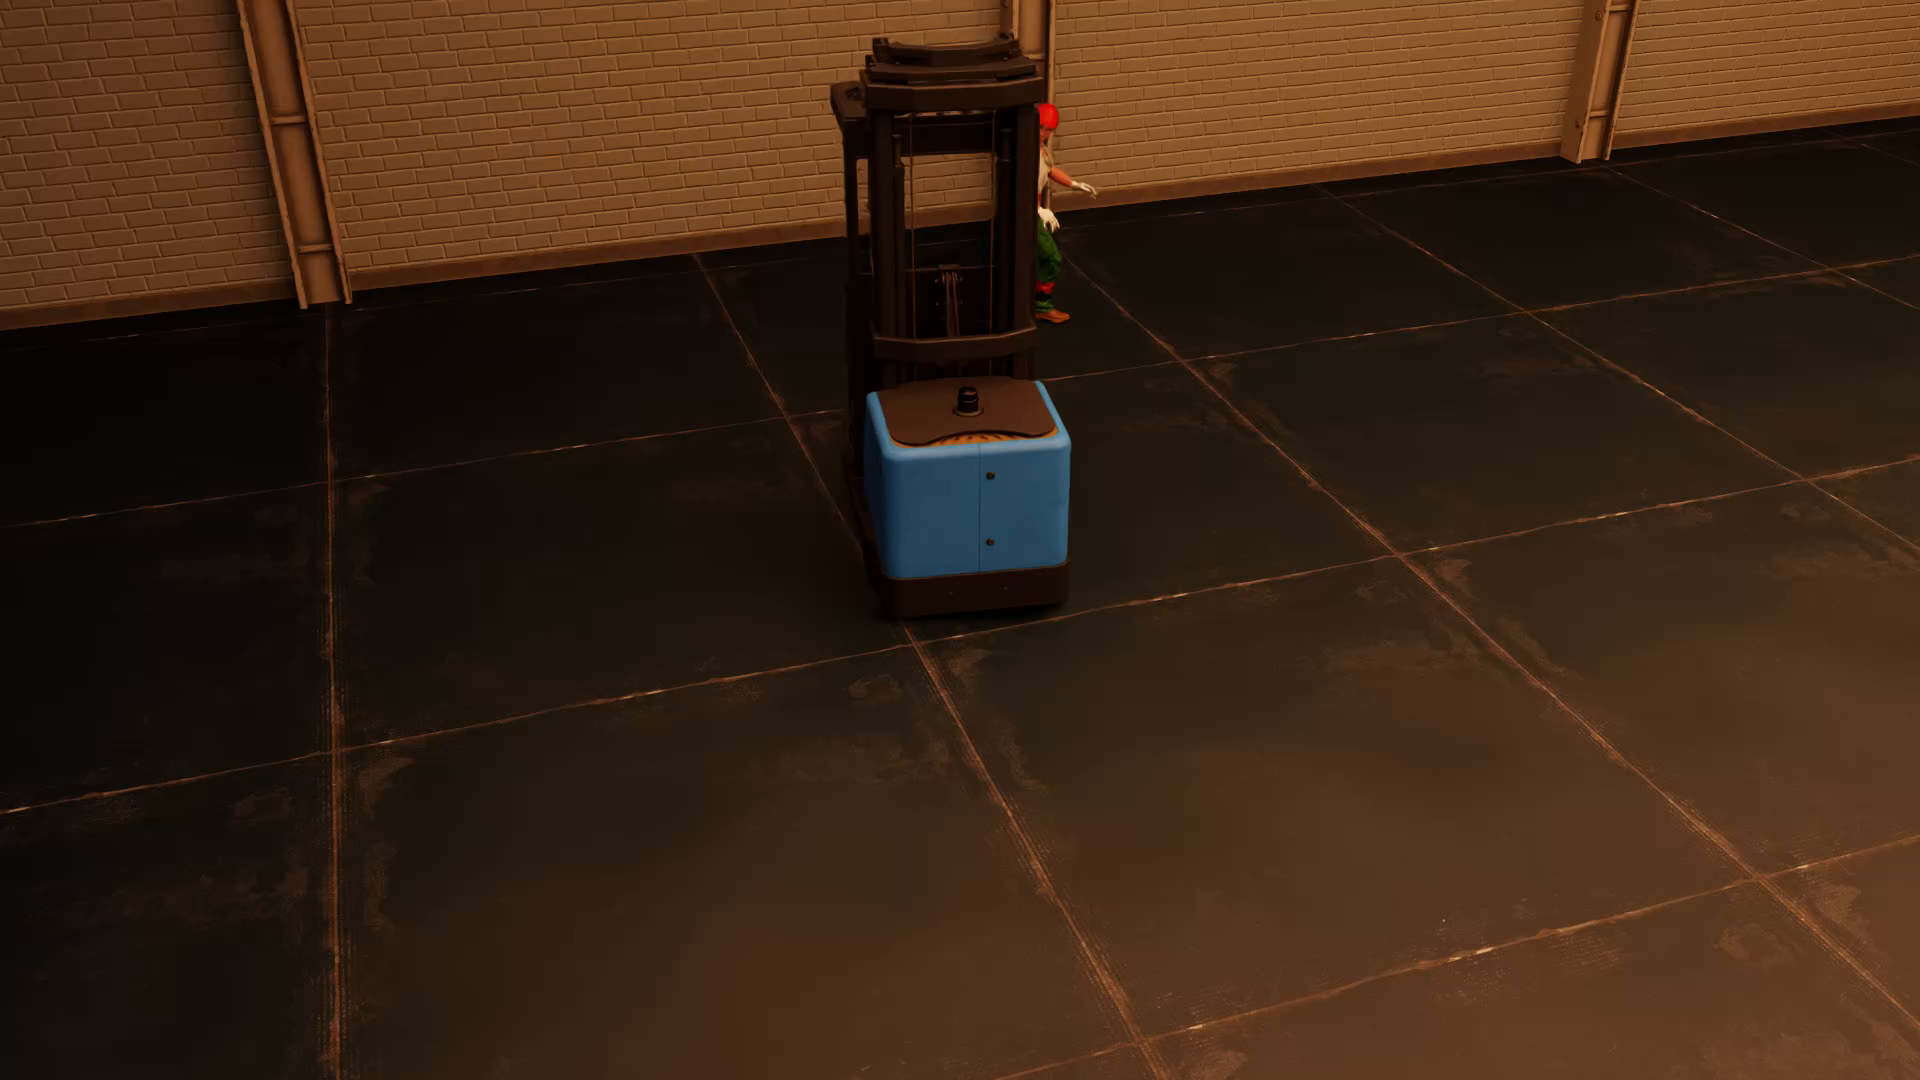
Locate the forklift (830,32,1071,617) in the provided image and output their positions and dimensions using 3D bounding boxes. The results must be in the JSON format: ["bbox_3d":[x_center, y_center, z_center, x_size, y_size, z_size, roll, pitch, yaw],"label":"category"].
[{"bbox_3d":[-0.145,-1.563,9.804,1.130,2.935,3.031,-5,30,-8],"label":"forklift"}]

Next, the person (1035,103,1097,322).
[{"bbox_3d":[0.671,-2.464,12.621,0.744,1.673,0.838,2,30,3],"label":"person"}]
